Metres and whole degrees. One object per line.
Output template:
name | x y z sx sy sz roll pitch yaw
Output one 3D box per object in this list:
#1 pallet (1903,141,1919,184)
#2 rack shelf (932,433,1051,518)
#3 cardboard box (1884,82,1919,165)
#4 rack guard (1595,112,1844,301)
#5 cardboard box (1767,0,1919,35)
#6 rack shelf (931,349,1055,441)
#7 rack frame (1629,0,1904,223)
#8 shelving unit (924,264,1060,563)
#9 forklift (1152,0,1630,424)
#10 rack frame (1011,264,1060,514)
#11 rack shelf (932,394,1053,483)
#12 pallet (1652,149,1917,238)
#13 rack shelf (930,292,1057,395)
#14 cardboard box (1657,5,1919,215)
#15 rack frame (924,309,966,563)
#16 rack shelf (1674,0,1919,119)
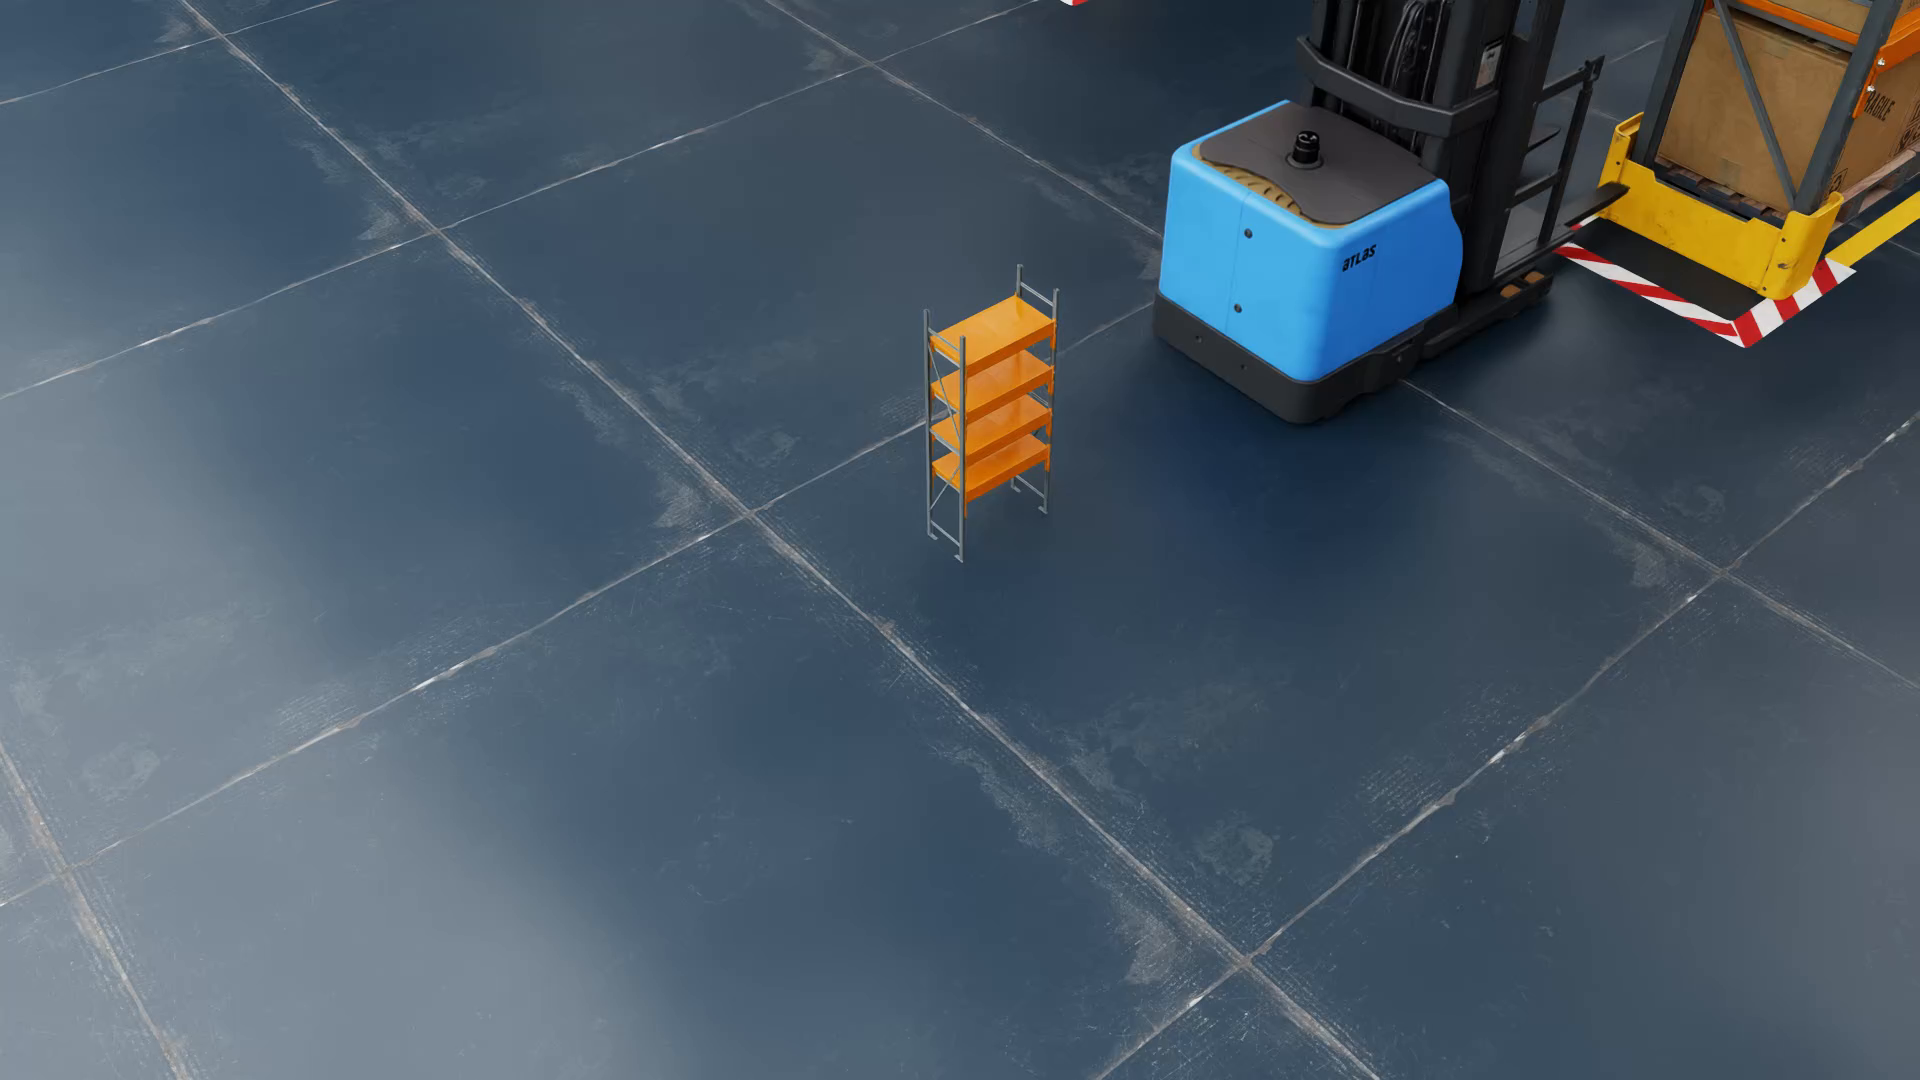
pallet | 5.513 -2.619 9.938 1.213 0.211 1.003 -30 51 -28
rack shelf | 0.127 -0.316 7.152 0.480 0.148 0.258 -30 51 -28
cardboard box | 5.166 -2.809 9.349 0.875 0.875 0.875 -31 51 -28
rack guard | 3.996 -1.789 8.843 0.348 0.500 1.175 -30 51 -28
cardboard box | 4.270 -2.952 8.146 0.550 0.550 0.875 -30 51 -28
rack shelf | 0.127 -0.624 6.863 0.480 0.148 0.258 -30 51 -28
rack frame | 4.014 -2.710 7.998 0.127 3.000 1.000 -30 51 -28
shelving unit | 0.127 -0.510 6.970 0.503 1.200 0.258 -30 51 -28
forklift | 2.426 -2.459 7.781 3.031 2.935 1.130 -29 50 -27
rack frame | 0.314 -0.617 7.084 0.015 1.200 0.240 -30 51 -28
rack shelf | 0.127 -0.461 7.016 0.480 0.148 0.258 -30 51 -28
pallet | 4.577 -2.086 9.371 1.213 0.211 1.003 -30 51 -28
rack shelf | 0.127 -0.796 6.701 0.480 0.148 0.258 -30 51 -28
cardboard box | 4.492 -2.421 8.936 0.875 0.875 0.875 -29 51 -28
rack frame | -0.060 -0.403 6.856 0.015 1.200 0.240 -30 51 -28
rack shelf | 5.548 -3.326 9.180 4.000 0.370 1.077 -30 51 -28
